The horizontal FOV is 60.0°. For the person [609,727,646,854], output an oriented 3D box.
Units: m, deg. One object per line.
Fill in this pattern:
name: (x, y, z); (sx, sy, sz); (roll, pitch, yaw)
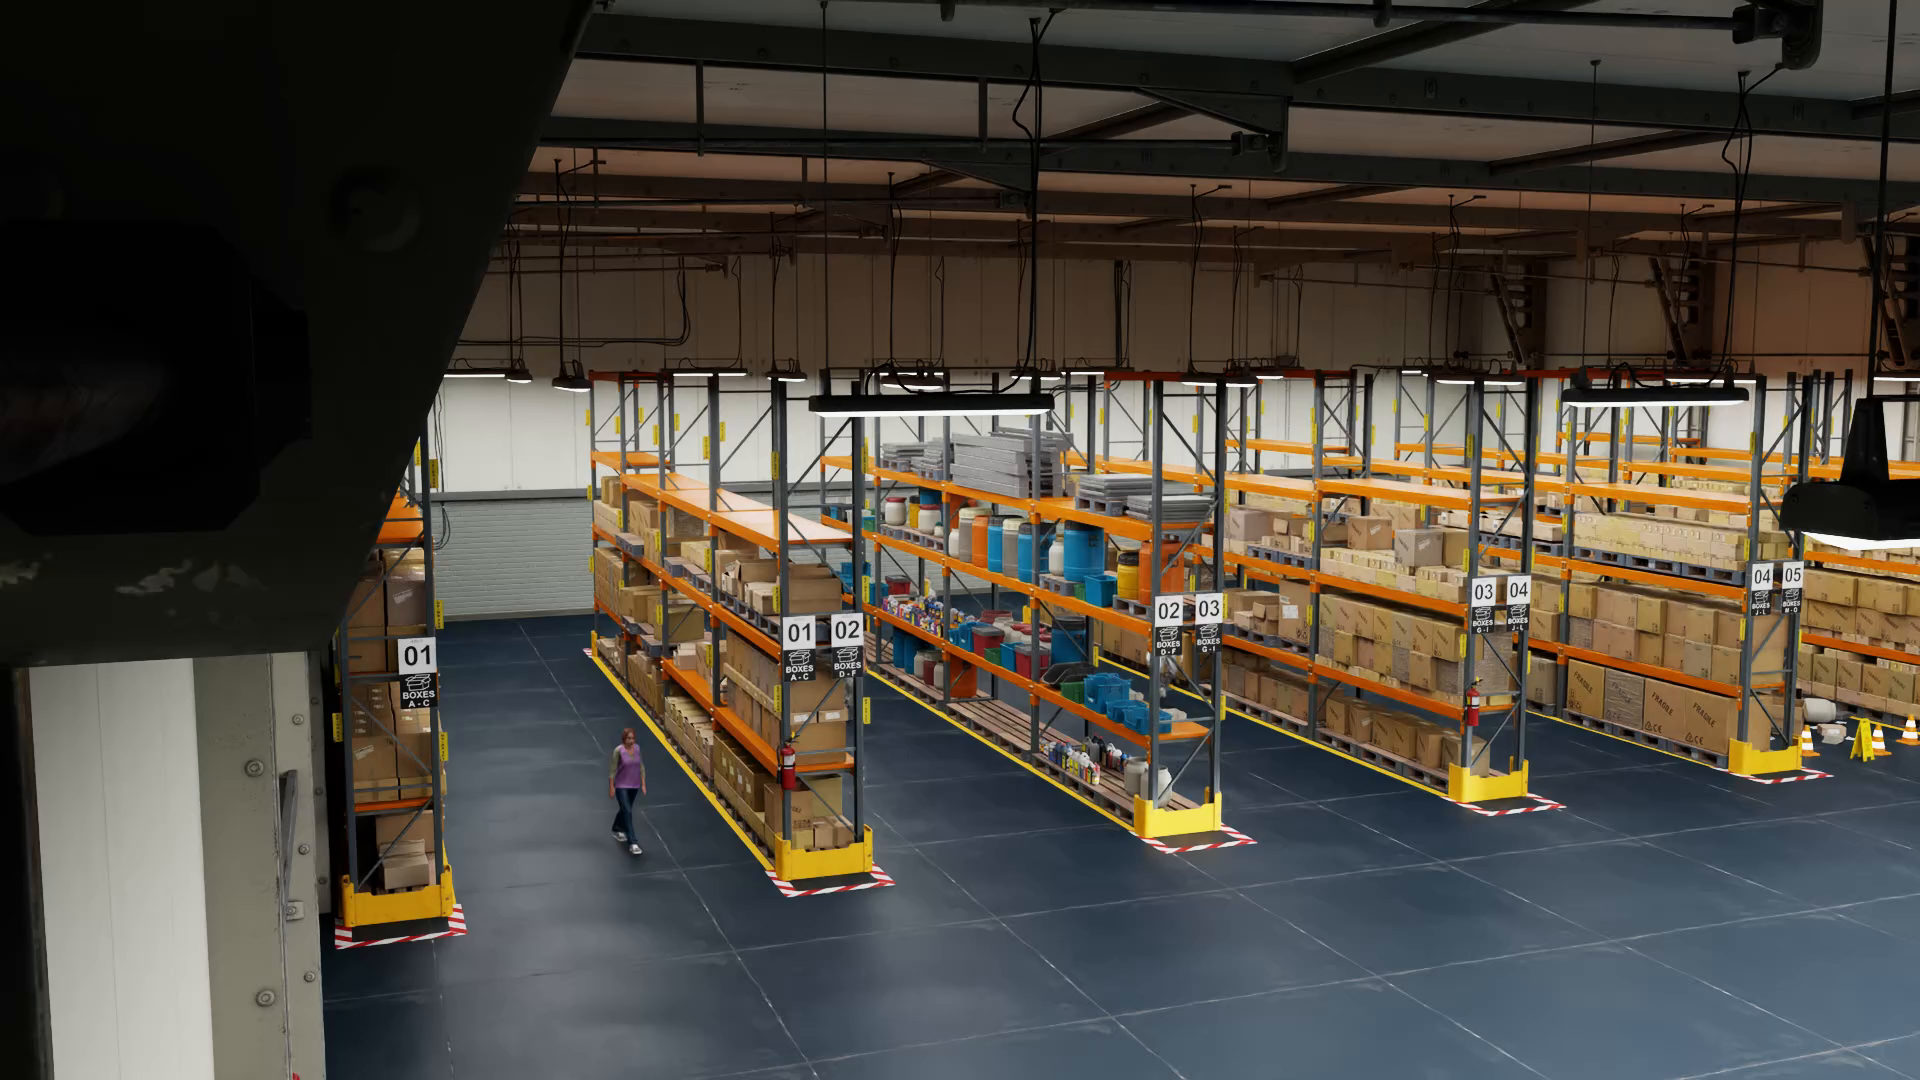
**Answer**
person: (-4.244, 3.164, 21.310); (0.920, 1.545, 0.437); (6, 9, 43)

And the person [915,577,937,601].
person: (-0.656, 1.577, 35.150); (0.451, 1.605, 1.030); (-4, 8, -33)

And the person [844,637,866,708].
person: (-1.933, 2.144, 29.002); (0.626, 1.684, 0.755); (-4, 8, -35)

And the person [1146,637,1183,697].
person: (3.668, 1.962, 29.774); (0.631, 1.618, 0.635); (-1, 6, -8)
